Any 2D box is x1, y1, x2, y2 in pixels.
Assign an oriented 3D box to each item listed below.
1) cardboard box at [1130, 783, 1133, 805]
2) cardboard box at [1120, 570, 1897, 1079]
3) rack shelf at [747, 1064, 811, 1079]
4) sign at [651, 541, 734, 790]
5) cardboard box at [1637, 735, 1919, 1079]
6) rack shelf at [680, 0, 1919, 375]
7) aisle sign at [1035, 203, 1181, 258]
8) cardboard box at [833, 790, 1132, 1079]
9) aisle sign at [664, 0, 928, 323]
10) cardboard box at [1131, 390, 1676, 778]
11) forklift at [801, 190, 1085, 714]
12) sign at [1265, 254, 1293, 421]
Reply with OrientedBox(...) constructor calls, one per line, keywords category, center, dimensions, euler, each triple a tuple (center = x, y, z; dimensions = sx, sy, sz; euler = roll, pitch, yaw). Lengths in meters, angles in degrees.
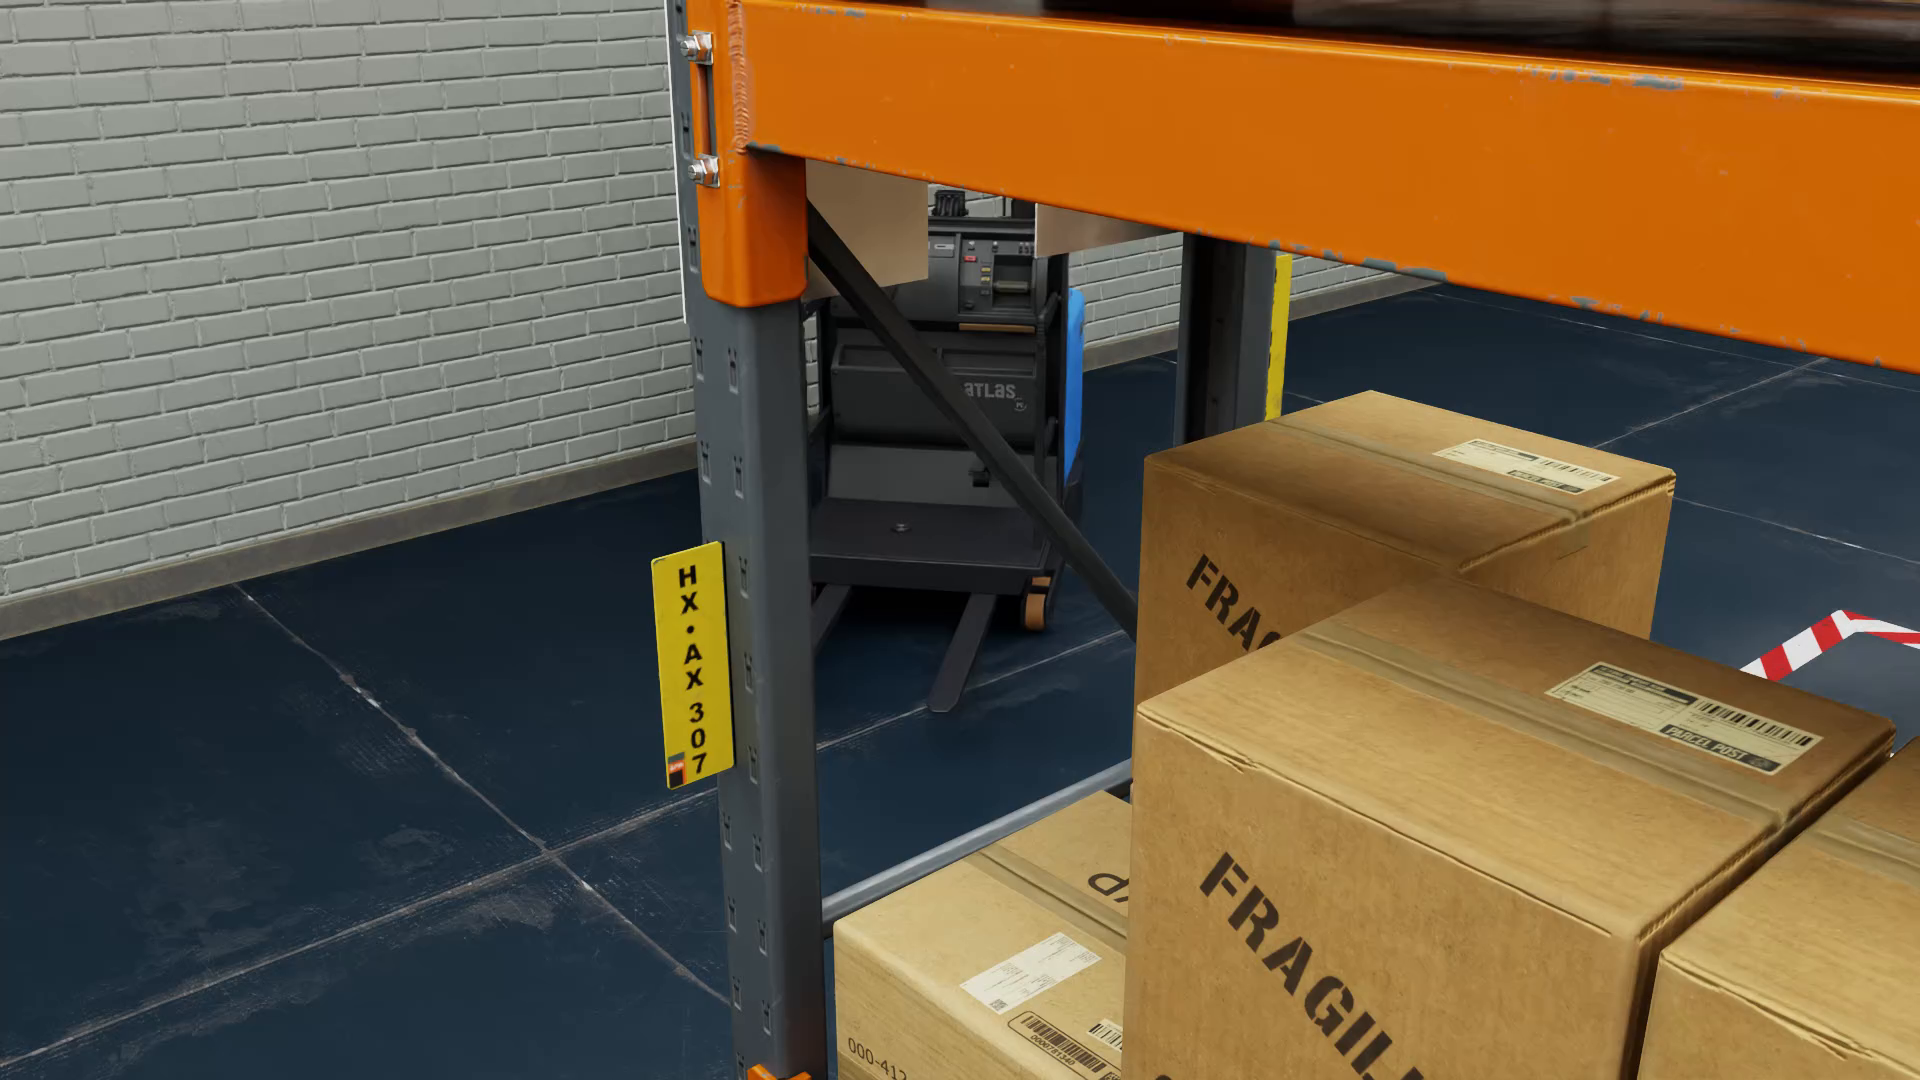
OrientedBox(category="cardboard box", center=(0.597, 0.476, 2.452), dimensions=(0.500, 0.250, 0.500), euler=(-18, 28, -38))
OrientedBox(category="cardboard box", center=(0.515, 0.392, 1.641), dimensions=(0.500, 0.500, 0.500), euler=(-18, 28, -39))
OrientedBox(category="rack shelf", center=(1.385, 1.362, 1.380), dimensions=(1.077, 0.370, 4.000), euler=(-17, 27, -37))
OrientedBox(category="sign", center=(-0.345, 0.165, 2.154), dimensions=(0.100, 0.325, 0.005), euler=(-17, 27, -37))
OrientedBox(category="cardboard box", center=(0.858, 0.533, 1.279), dimensions=(0.500, 0.500, 0.500), euler=(-18, 28, -39))
OrientedBox(category="rack shelf", center=(1.385, -0.035, 0.833), dimensions=(1.077, 0.370, 4.000), euler=(-17, 27, -37))
OrientedBox(category="aisle sign", center=(0.260, -0.827, 2.419), dimensions=(0.394, 0.787, 0.004), euler=(-17, 27, -37))
OrientedBox(category="cardboard box", center=(0.189, 0.603, 2.130), dimensions=(0.500, 0.250, 0.500), euler=(-18, 28, -39))
OrientedBox(category="aisle sign", center=(-0.194, -0.685, 2.054), dimensions=(0.394, 0.787, 0.004), euler=(-17, 27, -37))
OrientedBox(category="cardboard box", center=(0.597, 0.129, 2.312), dimensions=(0.500, 0.500, 0.500), euler=(-17, 27, -37))
OrientedBox(category="forklift", center=(-0.122, -1.118, 6.819), dimensions=(1.130, 2.935, 3.031), euler=(4, 22, 9))
OrientedBox(category="sign", center=(0.500, -0.300, 2.725), dimensions=(0.100, 0.325, 0.005), euler=(-17, 27, -37))
